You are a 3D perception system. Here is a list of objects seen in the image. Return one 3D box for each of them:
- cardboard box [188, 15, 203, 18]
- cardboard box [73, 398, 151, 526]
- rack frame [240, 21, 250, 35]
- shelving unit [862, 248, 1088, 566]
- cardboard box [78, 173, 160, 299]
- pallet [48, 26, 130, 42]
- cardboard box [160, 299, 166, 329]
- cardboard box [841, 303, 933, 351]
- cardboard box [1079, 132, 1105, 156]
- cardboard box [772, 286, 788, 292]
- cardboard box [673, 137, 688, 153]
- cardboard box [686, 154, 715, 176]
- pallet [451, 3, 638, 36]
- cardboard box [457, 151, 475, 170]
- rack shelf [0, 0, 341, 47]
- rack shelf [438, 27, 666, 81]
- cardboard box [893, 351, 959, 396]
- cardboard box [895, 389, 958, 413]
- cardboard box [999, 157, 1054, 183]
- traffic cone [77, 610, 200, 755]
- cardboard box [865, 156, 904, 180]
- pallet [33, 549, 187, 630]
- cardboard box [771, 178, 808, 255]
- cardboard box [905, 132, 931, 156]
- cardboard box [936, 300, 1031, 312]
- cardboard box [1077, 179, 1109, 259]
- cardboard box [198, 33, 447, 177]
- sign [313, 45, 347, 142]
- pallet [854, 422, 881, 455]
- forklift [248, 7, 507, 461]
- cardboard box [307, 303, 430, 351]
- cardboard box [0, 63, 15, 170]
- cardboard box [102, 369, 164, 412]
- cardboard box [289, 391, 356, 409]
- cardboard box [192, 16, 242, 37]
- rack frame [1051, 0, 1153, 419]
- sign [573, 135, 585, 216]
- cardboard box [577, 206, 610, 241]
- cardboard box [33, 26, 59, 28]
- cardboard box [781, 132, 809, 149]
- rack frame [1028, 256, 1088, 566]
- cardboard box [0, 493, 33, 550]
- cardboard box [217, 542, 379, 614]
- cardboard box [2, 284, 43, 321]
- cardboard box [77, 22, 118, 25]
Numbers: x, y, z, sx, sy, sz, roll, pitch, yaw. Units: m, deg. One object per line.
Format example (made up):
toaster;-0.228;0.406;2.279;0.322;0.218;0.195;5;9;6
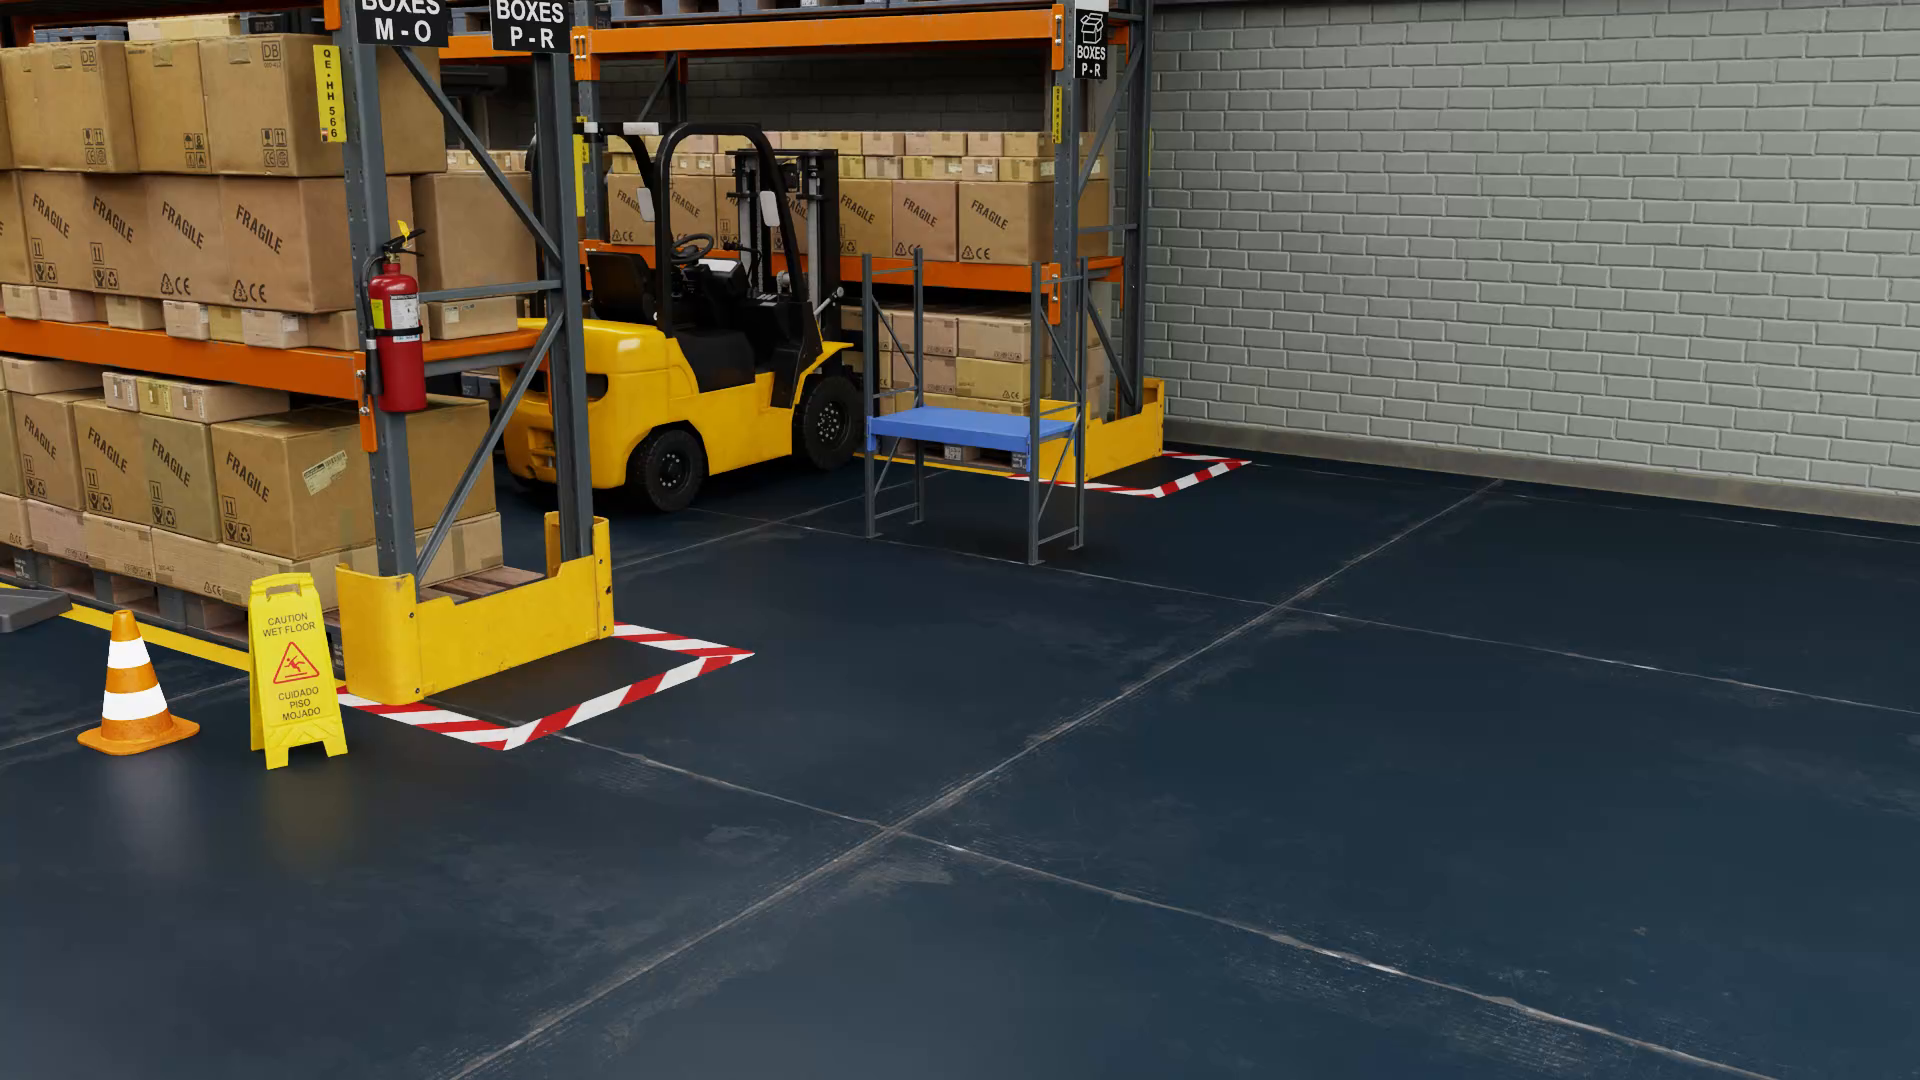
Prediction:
cardboard box;-6.584;-4.671;14.691;0.250;0.149;0.380;10;17;34
cardboard box;-3.536;-0.380;7.403;0.500;0.500;0.500;9;16;32
rack frame;-5.747;-3.016;14.764;0.127;3.000;1.000;9;17;33
shelving unit;0.071;-0.717;8.597;1.048;1.500;0.538;9;17;33
cardboard box;-3.307;-1.299;7.003;0.500;0.500;0.500;9;17;33
pallet;-7.702;-4.677;15.624;1.003;0.211;1.213;9;17;33
cardboard box;-3.144;-0.980;7.061;0.250;0.149;0.380;9;17;34
cardboard box;-0.517;-1.430;11.125;0.500;0.250;0.500;9;17;34
cardboard box;0.731;-2.538;10.658;0.250;0.149;0.380;9;16;32
cardboard box;-1.483;-1.742;12.383;0.500;0.250;0.500;9;16;32
cardboard box;-1.845;-2.836;11.860;0.250;0.149;0.380;9;16;32
cardboard box;-1.700;-2.636;11.671;0.250;0.149;0.380;10;17;34
pallet;-3.167;-3.958;12.727;1.217;0.209;0.805;8;16;31
cardboard box;-3.708;-2.975;13.041;0.250;0.149;0.380;9;16;31
rack shelf;-3.536;-2.328;7.239;4.000;0.370;1.077;9;17;33
rack shelf;-4.088;-3.854;13.406;4.000;0.370;1.077;9;17;33
cardboard box;-0.098;-1.127;10.942;0.500;0.250;0.500;9;17;32
cardboard box;-0.083;-0.881;10.987;0.500;0.250;0.500;9;17;33
cardboard box;0.447;-2.297;10.302;0.250;0.149;0.380;9;17;34
traffic cone;-2.953;0.478;5.928;0.334;0.463;0.336;9;17;33
cardboard box;-0.410;-2.434;10.856;0.250;0.149;0.380;9;16;31
pallet;-3.602;0.111;7.936;1.213;0.211;1.003;9;17;33
cardboard box;-0.938;-2.210;11.302;0.500;0.500;0.500;9;17;33
cardboard box;-0.143;-2.562;10.752;0.250;0.149;0.380;9;17;33
cardboard box;0.181;-1.466;11.270;0.500;0.250;0.500;9;17;33
cardboard box;0.635;-2.113;10.910;0.500;0.500;0.500;10;17;35
cardboard box;-2.422;-1.656;6.363;0.500;0.500;0.700;9;16;31
sign;-2.203;-1.560;5.816;0.005;0.325;0.100;9;17;33
pallet;-0.775;-0.847;11.807;1.213;0.211;1.003;9;17;33
forklift;-3.523;-1.935;10.542;3.031;2.935;1.130;9;16;32
cardboard box;-2.306;-0.838;6.490;0.250;0.149;0.380;10;17;35
cardboard box;-4.138;-1.920;7.428;0.500;0.500;0.700;9;16;32
cardboard box;-3.453;-0.662;7.193;0.250;0.149;0.380;10;17;35
cardboard box;-2.848;-0.422;7.571;0.500;0.500;0.500;8;16;31
cardboard box;-6.309;-4.420;14.504;0.500;0.250;0.500;9;16;31
rack frame;0.891;-1.943;10.430;0.127;3.000;1.000;9;17;33
sign;-1.574;-1.481;6.763;0.005;0.325;0.100;9;17;33
cardboard box;-2.992;-2.422;12.677;0.500;0.250;0.500;10;17;34
cardboard box;-8.845;-4.978;15.888;0.250;0.149;0.380;9;17;33
cardboard box;-0.999;-2.698;11.305;0.250;0.149;0.380;9;17;33
rack frame;0.493;-0.648;8.321;0.032;1.500;0.500;9;17;33
cardboard box;-4.407;-0.156;8.059;0.500;0.250;0.500;10;17;36
cardboard box;-2.717;0.120;6.944;0.500;0.250;0.500;9;17;33
cardboard box;-4.057;-1.088;7.497;0.250;0.149;0.380;9;17;33
cardboard box;-7.986;-4.847;15.360;0.250;0.149;0.380;10;17;34
